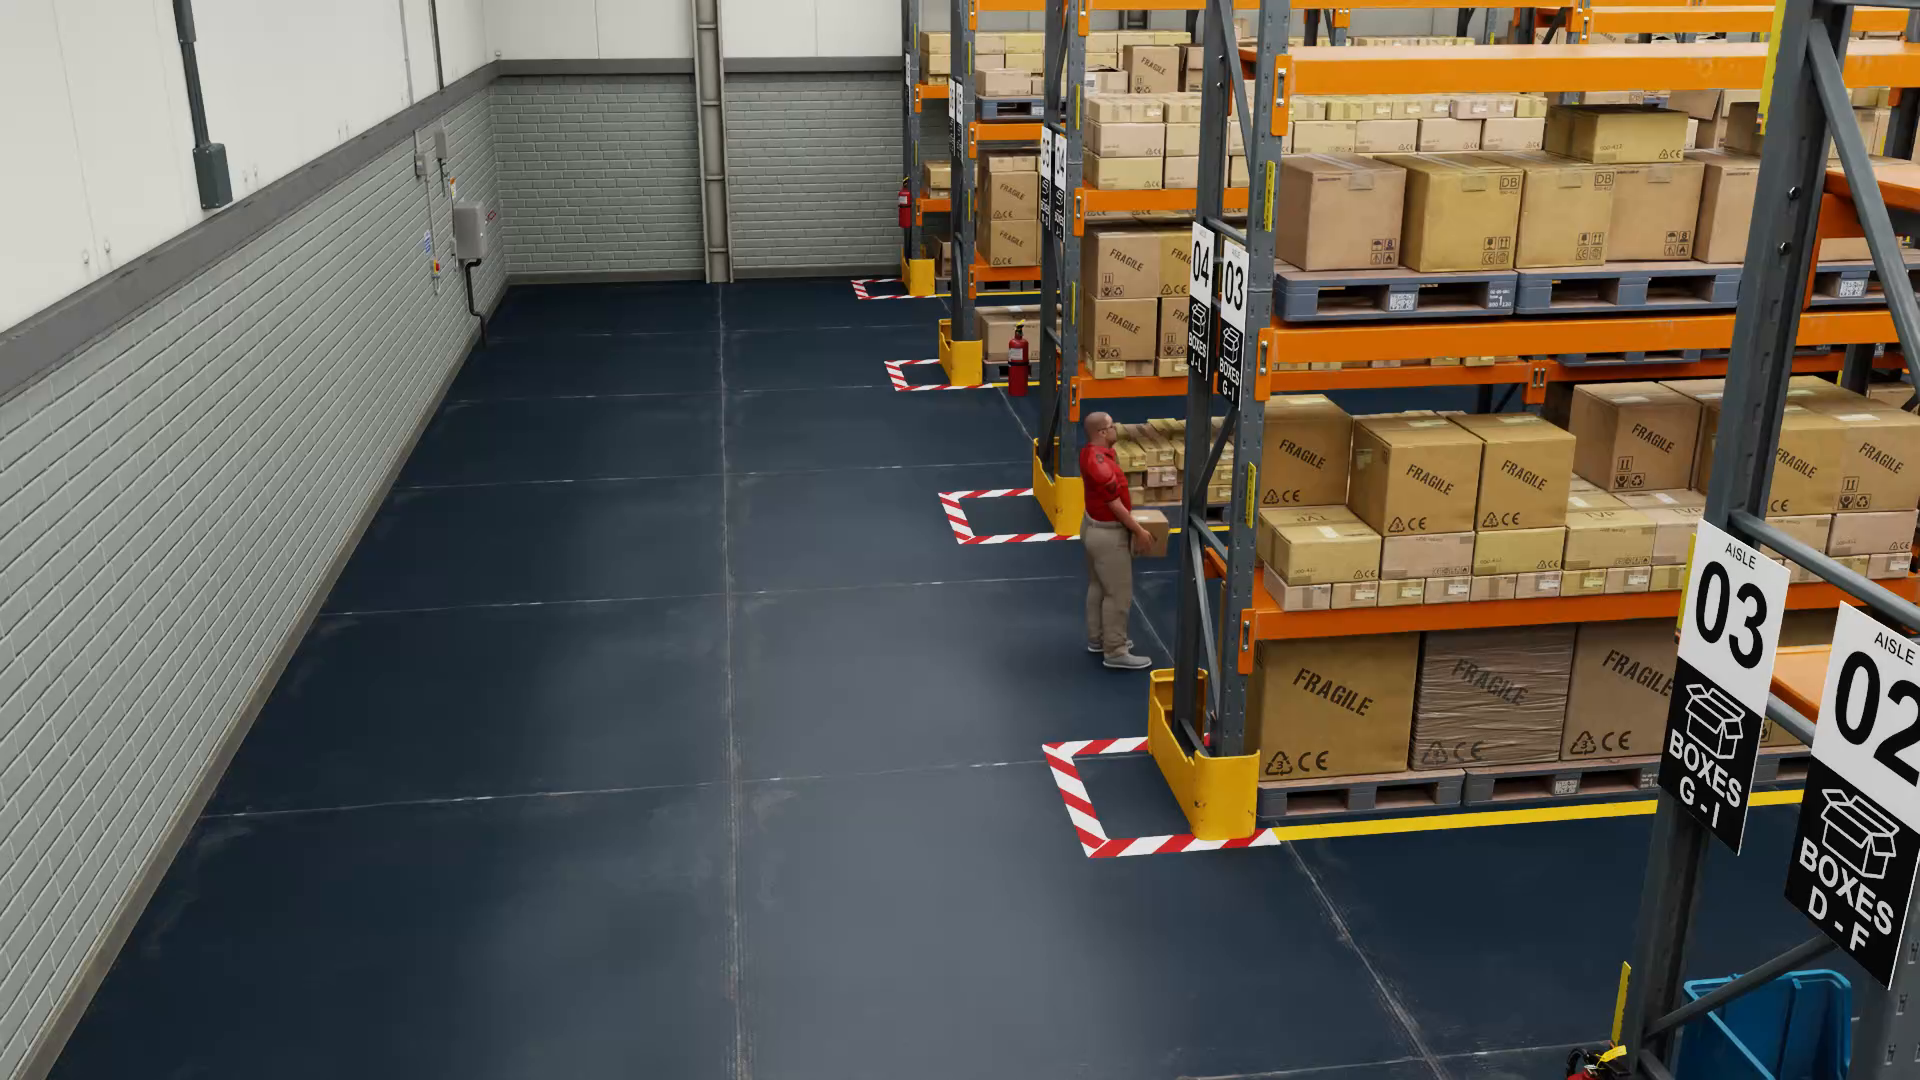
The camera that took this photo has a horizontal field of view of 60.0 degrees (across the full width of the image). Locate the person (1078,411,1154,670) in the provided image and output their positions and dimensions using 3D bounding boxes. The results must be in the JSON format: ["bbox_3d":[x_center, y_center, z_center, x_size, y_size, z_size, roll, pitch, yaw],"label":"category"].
[{"bbox_3d":[1.039,-0.019,11.146,0.481,1.729,0.550,-3,20,-7],"label":"person"}]
